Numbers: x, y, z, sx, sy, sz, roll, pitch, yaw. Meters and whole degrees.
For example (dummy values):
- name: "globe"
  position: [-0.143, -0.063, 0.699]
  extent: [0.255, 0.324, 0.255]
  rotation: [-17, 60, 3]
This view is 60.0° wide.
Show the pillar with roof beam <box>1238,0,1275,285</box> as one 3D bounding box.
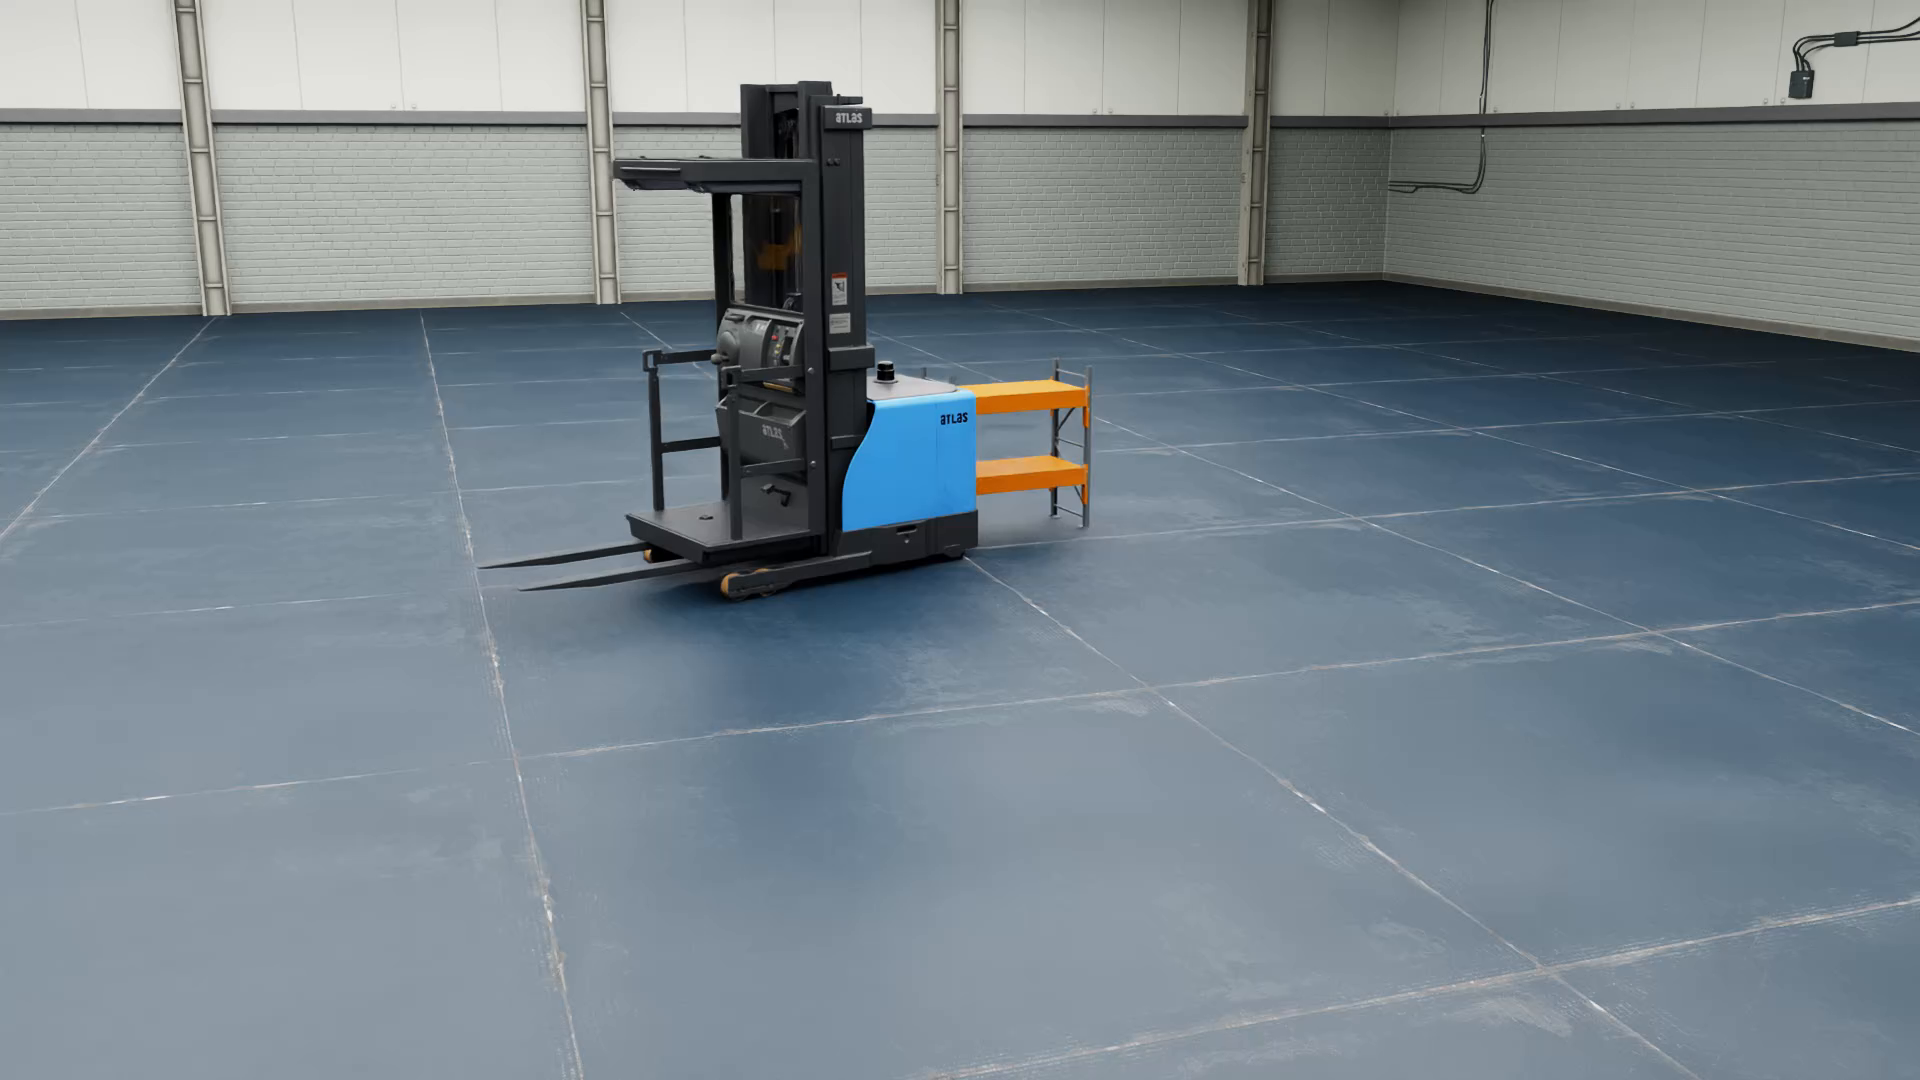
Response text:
- name: "pillar with roof beam"
  position: [6.870, -8.273, 26.478]
  extent: [0.400, 9.000, 9.100]
  rotation: [-4, 14, -18]

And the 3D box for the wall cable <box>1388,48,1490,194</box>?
- name: "wall cable"
  position: [8.711, -7.634, 30.502]
  extent: [0.112, 2.526, 3.097]
  rotation: [-4, 14, -18]

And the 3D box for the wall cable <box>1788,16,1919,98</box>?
- name: "wall cable"
  position: [11.724, -8.716, 20.991]
  extent: [0.169, 6.003, 2.305]
  rotation: [-4, 14, -18]

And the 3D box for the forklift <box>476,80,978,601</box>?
- name: "forklift"
  position: [-1.370, -1.207, 9.885]
  extent: [3.031, 2.935, 1.130]
  rotation: [-10, 16, -35]

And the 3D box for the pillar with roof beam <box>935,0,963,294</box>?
- name: "pillar with roof beam"
  position: [1.183, -7.830, 24.617]
  extent: [0.400, 9.000, 9.100]
  rotation: [-4, 14, -18]

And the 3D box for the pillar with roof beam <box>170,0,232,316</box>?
- name: "pillar with roof beam"
  position: [-10.190, -6.945, 20.893]
  extent: [0.400, 9.000, 9.100]
  rotation: [-4, 14, -18]

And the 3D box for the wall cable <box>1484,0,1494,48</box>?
- name: "wall cable"
  position: [9.574, -9.498, 27.423]
  extent: [0.112, 2.526, 3.097]
  rotation: [-4, 14, -18]

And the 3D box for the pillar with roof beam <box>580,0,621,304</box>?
- name: "pillar with roof beam"
  position: [-4.503, -7.388, 22.755]
  extent: [0.400, 9.000, 9.100]
  rotation: [-4, 14, -18]

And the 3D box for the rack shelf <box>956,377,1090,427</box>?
- name: "rack shelf"
  position: [0.312, -0.907, 11.262]
  extent: [1.000, 0.278, 0.538]
  rotation: [-6, 15, -25]

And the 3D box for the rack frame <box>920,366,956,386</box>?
- name: "rack frame"
  position: [-0.146, -0.572, 11.115]
  extent: [0.032, 1.125, 0.500]
  rotation: [-6, 15, -25]

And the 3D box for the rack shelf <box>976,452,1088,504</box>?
- name: "rack shelf"
  position: [0.312, -0.385, 11.387]
  extent: [1.000, 0.278, 0.538]
  rotation: [-6, 15, -25]

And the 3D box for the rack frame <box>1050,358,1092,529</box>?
- name: "rack frame"
  position: [0.769, -0.674, 11.545]
  extent: [0.032, 1.125, 0.500]
  rotation: [-6, 15, -25]

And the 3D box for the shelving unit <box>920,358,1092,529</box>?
- name: "shelving unit"
  position: [0.312, -0.623, 11.330]
  extent: [1.048, 1.125, 0.538]
  rotation: [-6, 15, -25]
